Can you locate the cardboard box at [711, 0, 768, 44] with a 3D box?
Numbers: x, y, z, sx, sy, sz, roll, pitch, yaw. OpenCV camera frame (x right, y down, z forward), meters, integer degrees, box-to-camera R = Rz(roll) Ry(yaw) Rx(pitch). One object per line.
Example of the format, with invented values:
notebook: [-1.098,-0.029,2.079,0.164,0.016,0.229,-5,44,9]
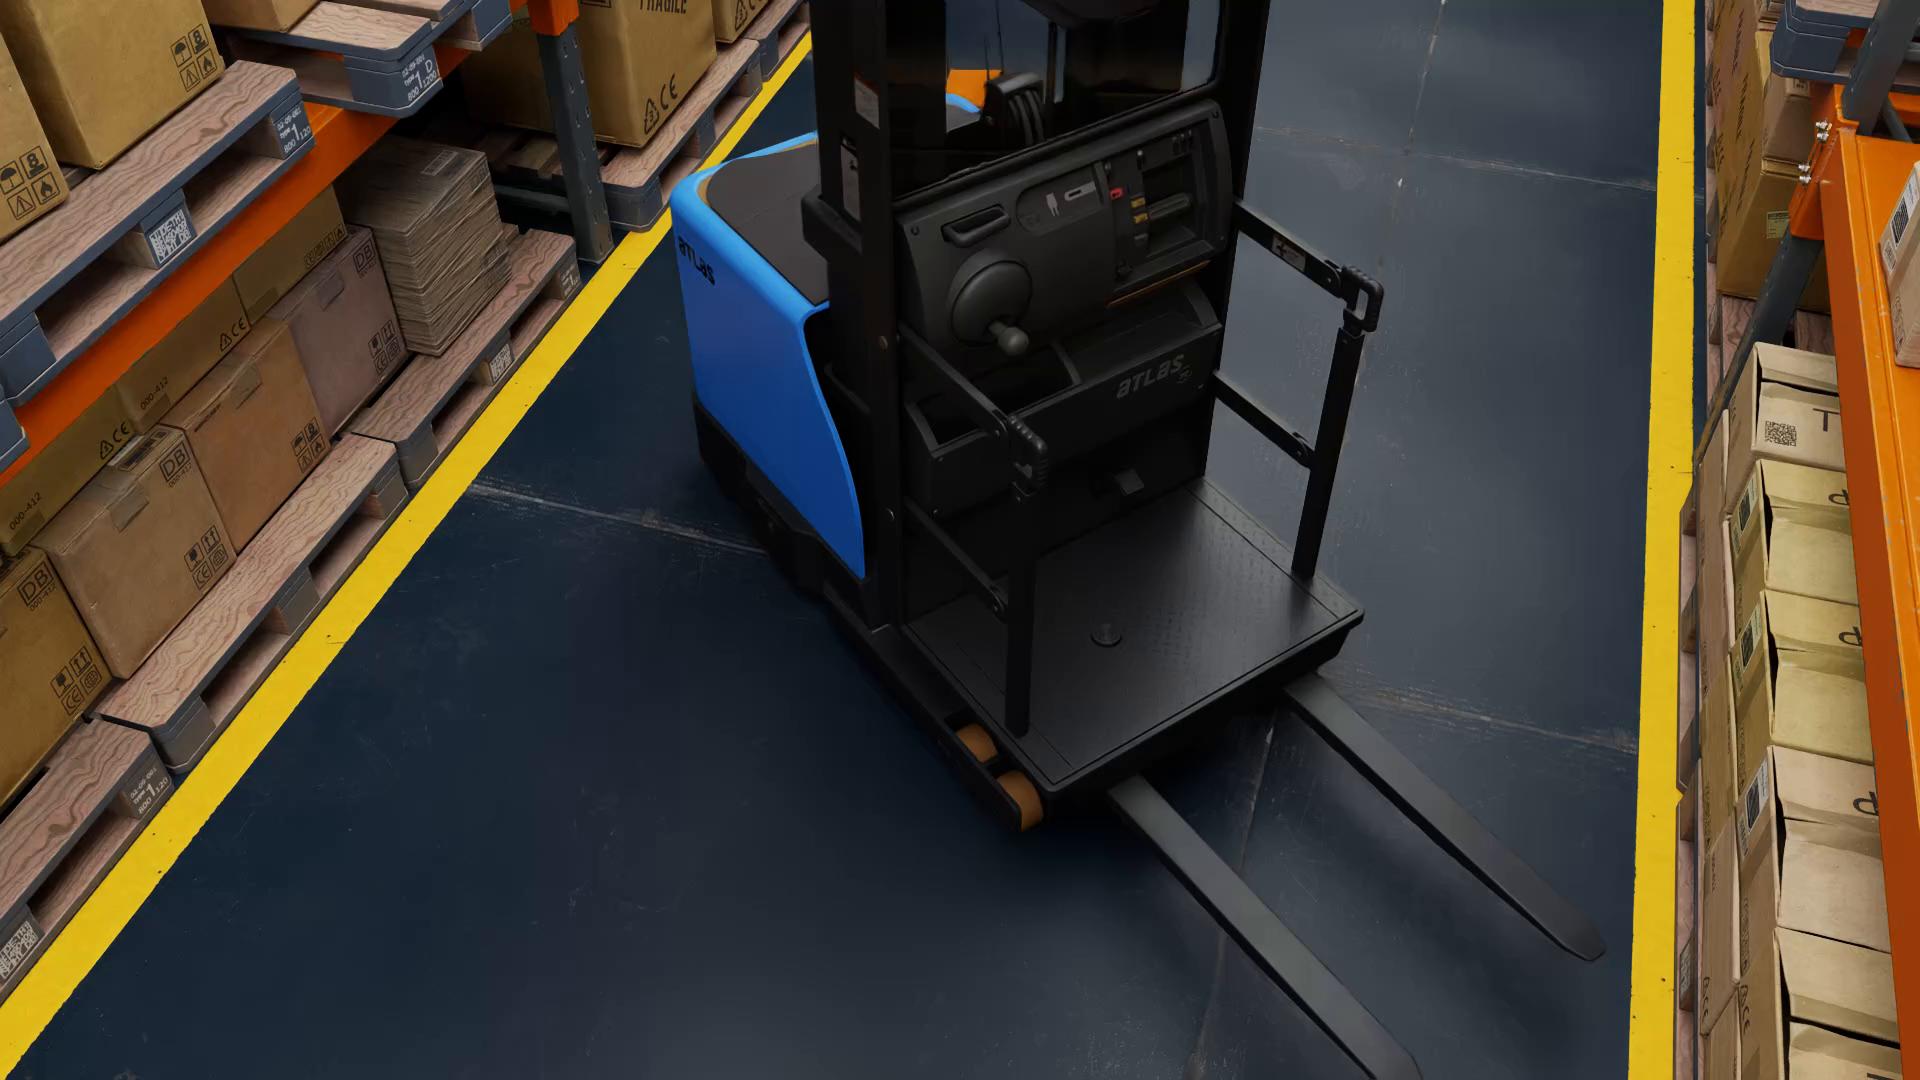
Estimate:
cardboard box: [-1.203,-2.683,7.084,0.750,0.750,0.750,12,46,12]

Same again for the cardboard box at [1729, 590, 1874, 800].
cardboard box: [2.154,0.401,3.960,0.500,0.311,0.500,11,46,11]

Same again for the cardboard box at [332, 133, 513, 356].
cardboard box: [-1.991,-1.029,5.630,0.700,0.500,0.500,13,46,13]

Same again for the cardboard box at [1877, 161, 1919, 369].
cardboard box: [2.444,-0.623,3.805,0.500,0.311,0.500,12,46,12]

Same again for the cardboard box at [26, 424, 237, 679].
cardboard box: [-2.525,-0.035,4.614,0.700,0.500,0.500,13,46,13]

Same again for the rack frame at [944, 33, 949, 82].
rack frame: [-0.023,-1.206,5.629,0.006,1.200,0.240,3,44,12]

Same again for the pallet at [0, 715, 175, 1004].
pallet: [-2.799,0.887,4.192,1.003,0.211,1.213,13,46,13]

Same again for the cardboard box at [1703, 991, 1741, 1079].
cardboard box: [1.847,1.273,3.470,0.500,0.250,0.500,13,46,13]

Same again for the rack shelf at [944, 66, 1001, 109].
rack shelf: [0.032,-1.430,5.395,0.180,0.103,0.258,3,44,12]

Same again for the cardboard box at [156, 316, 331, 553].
cardboard box: [-2.381,-0.373,4.960,0.700,0.500,0.500,12,46,12]

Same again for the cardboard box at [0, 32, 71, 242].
cardboard box: [-2.501,-0.932,3.671,0.700,0.500,0.500,19,47,18]

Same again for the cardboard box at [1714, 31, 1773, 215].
cardboard box: [3.116,-1.492,6.102,0.500,0.500,0.500,11,45,11]

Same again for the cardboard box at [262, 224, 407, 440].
cardboard box: [-2.258,-0.711,5.304,0.700,0.500,0.500,12,46,12]

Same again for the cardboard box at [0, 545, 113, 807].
cardboard box: [-2.718,0.297,4.275,0.700,0.500,0.500,12,46,12]

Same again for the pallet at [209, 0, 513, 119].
pallet: [-1.937,-1.690,4.970,1.213,0.211,1.003,13,46,13]

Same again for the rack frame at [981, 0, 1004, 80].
rack frame: [0.156,-1.196,5.590,0.006,1.200,0.240,3,44,12]

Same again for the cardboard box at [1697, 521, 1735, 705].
cardboard box: [2.310,0.245,4.521,0.500,0.250,0.500,11,46,11]

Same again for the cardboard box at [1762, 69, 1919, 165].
cardboard box: [2.972,-1.453,5.527,0.500,0.250,0.500,14,46,14]

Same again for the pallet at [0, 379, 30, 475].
pallet: [-2.664,0.000,3.243,1.003,0.211,1.213,13,46,13]

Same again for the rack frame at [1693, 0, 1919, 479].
rack frame: [2.900,-1.210,4.342,1.000,3.000,0.127,13,46,13]

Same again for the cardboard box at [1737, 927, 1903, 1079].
cardboard box: [1.843,1.078,3.269,0.500,0.311,0.500,12,46,12]

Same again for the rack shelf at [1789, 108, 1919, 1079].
rack shelf: [2.294,0.381,3.231,1.077,0.370,4.000,13,46,13]

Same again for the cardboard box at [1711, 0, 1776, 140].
cardboard box: [3.269,-1.843,6.461,0.500,0.500,0.500,11,45,11]

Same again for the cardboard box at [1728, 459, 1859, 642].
cardboard box: [2.310,0.061,4.307,0.500,0.311,0.500,11,46,12]

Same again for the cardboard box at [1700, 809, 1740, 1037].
cardboard box: [2.003,0.935,3.816,0.500,0.250,0.500,13,46,13]

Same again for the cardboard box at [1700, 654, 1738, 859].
cardboard box: [2.158,0.593,4.165,0.500,0.250,0.500,11,46,11]

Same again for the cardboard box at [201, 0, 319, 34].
cardboard box: [-2.099,-1.756,4.513,0.700,0.500,0.500,9,45,9]

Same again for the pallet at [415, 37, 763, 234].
pallet: [-1.512,-1.769,6.907,1.003,0.211,1.213,13,46,13]

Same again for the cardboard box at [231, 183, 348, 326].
cardboard box: [-2.223,-0.931,4.993,0.500,0.250,0.500,13,46,13]

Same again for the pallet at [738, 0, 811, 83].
pallet: [-1.141,-2.580,7.735,1.003,0.211,1.213,13,46,13]

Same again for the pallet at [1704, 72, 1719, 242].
pallet: [3.533,-1.513,6.646,1.003,0.211,1.213,13,46,13]

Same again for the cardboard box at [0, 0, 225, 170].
cardboard box: [-2.311,-1.299,4.047,0.700,0.500,0.500,13,46,13]

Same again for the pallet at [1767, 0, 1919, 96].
pallet: [3.038,-1.608,4.886,1.213,0.211,1.003,13,46,13]

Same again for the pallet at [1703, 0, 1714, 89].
pallet: [3.901,-2.329,7.479,1.003,0.211,1.213,13,46,13]

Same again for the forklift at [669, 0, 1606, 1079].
forklift: [0.398,-0.655,3.824,1.130,2.935,3.031,-26,50,-24]

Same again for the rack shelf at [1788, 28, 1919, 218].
rack shelf: [3.505,-2.286,5.955,1.077,0.370,4.000,13,46,13]

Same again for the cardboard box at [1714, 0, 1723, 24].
cardboard box: [3.581,-2.511,7.144,0.500,0.500,0.500,13,46,13]

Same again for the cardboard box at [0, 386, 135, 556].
cardboard box: [-2.543,-0.258,4.306,0.500,0.250,0.500,11,46,11]

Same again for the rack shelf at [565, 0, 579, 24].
rack shelf: [-1.217,-3.332,7.025,1.077,0.370,4.000,13,46,13]

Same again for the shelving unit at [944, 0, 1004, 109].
shelving unit: [0.067,-1.201,5.609,0.189,1.200,0.258,3,44,12]

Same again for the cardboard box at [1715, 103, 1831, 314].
cardboard box: [2.959,-1.147,5.750,0.500,0.500,0.500,14,46,14]

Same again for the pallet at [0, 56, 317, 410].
pallet: [-2.383,-0.860,4.121,1.003,0.211,1.213,13,46,13]

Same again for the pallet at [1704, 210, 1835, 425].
pallet: [3.162,-0.703,5.817,1.003,0.211,1.213,13,46,13]

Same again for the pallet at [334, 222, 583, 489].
pallet: [-2.060,-0.739,5.854,1.003,0.211,1.213,13,46,13]

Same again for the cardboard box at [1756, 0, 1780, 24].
cardboard box: [3.278,-2.136,6.225,0.500,0.250,0.500,12,46,12]

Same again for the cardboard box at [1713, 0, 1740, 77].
cardboard box: [3.423,-2.180,6.805,0.500,0.500,0.500,13,46,13]

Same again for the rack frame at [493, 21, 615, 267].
rack frame: [-1.822,-2.256,5.411,1.000,3.000,0.127,13,46,13]

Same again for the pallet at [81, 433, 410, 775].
pallet: [-2.432,0.071,5.026,1.003,0.211,1.213,13,46,13]

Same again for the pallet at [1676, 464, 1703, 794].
pallet: [2.613,0.327,4.764,1.003,0.211,1.213,13,46,13]

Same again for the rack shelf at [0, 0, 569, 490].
rack shelf: [-2.428,-0.666,4.300,1.077,0.370,4.000,13,46,13]

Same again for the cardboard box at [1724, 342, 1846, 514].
cardboard box: [2.461,-0.291,4.667,0.500,0.311,0.500,14,46,14]

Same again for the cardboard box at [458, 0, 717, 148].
cardboard box: [-1.475,-2.101,6.489,0.750,0.750,0.750,12,46,12]

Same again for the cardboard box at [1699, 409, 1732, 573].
cardboard box: [2.461,-0.090,4.863,0.500,0.250,0.500,12,46,12]

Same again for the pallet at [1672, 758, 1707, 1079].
pallet: [2.242,1.138,3.936,1.003,0.211,1.213,13,46,13]

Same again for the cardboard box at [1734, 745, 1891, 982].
cardboard box: [1.999,0.744,3.610,0.500,0.311,0.500,12,46,12]

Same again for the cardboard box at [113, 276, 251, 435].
cardboard box: [-2.374,-0.587,4.641,0.500,0.250,0.500,12,46,12]

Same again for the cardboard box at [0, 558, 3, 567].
cardboard box: [-2.697,0.090,3.950,0.500,0.250,0.500,12,46,12]
